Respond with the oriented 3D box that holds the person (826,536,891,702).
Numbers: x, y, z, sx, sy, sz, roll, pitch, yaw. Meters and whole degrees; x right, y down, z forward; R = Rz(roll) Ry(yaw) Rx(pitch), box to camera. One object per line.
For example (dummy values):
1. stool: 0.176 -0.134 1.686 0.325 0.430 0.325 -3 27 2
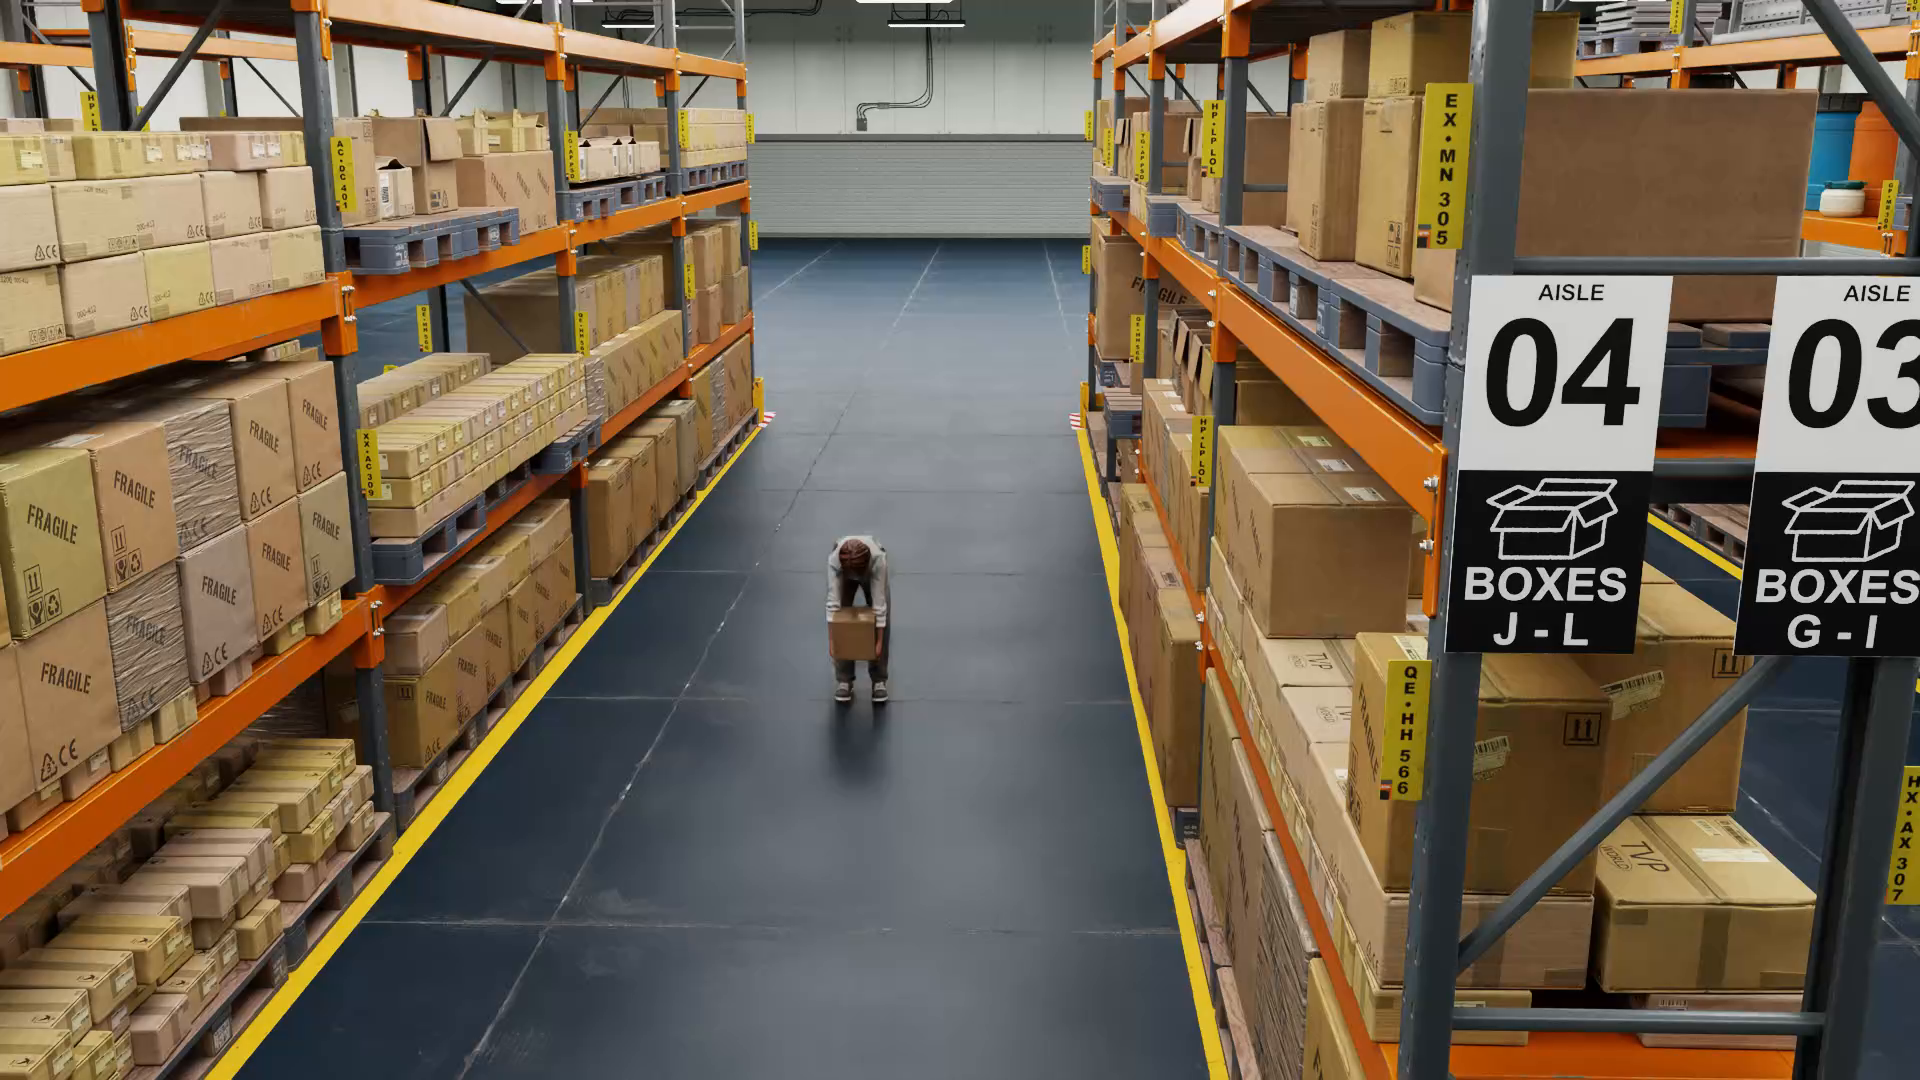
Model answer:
1. person: -0.617 0.479 10.069 0.385 1.139 0.848 0 14 0
